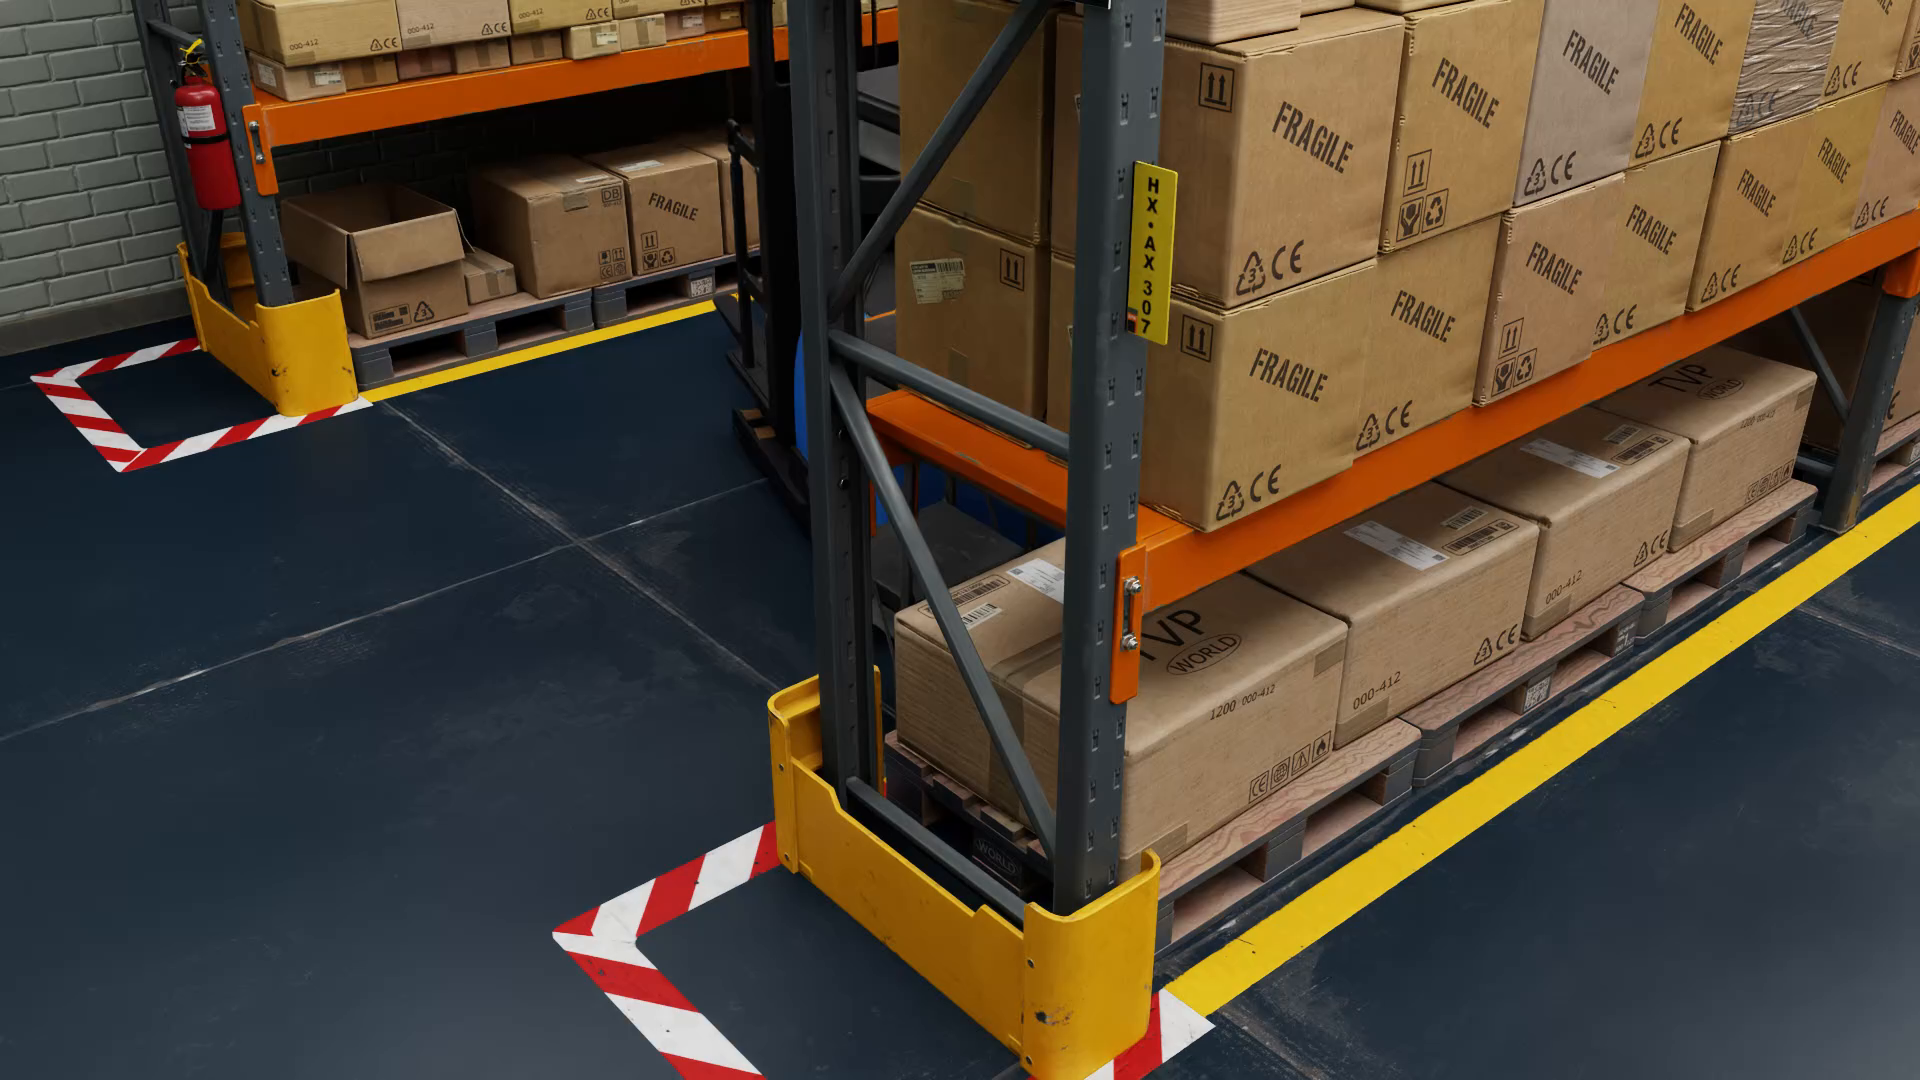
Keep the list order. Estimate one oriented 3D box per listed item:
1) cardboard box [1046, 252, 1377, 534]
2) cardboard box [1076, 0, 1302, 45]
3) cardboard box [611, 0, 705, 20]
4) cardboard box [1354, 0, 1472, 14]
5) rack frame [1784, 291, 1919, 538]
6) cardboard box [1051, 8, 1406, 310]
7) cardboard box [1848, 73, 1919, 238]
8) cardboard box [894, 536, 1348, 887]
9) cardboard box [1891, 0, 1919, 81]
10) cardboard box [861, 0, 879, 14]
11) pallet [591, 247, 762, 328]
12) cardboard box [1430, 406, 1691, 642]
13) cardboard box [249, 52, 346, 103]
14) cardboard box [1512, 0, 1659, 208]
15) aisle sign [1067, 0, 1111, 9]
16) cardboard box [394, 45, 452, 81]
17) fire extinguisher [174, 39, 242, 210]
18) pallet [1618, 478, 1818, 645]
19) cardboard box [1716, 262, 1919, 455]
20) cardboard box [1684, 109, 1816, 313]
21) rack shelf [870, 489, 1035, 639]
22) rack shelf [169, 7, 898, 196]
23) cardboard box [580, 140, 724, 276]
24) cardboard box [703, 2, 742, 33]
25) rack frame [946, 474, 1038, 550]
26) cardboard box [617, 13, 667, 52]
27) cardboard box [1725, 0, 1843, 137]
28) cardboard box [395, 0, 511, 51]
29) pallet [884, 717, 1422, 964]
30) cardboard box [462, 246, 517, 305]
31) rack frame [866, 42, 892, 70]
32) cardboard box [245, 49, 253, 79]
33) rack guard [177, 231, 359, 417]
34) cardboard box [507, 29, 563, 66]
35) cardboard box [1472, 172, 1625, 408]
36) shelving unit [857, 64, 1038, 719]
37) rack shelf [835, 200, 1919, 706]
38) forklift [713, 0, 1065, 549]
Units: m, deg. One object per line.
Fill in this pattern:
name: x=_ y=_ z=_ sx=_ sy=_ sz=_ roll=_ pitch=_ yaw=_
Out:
cardboard box: x=0.546 y=-0.394 z=3.699 sx=0.500 sy=0.500 sz=0.500 roll=-22 pitch=35 yaw=-35
cardboard box: x=0.444 y=-1.087 z=3.246 sx=0.250 sy=0.149 sz=0.380 roll=-21 pitch=35 yaw=-34
cardboard box: x=-1.568 y=-2.667 z=7.901 sx=0.500 sy=0.250 sz=0.500 roll=-23 pitch=36 yaw=-36
cardboard box: x=0.869 y=-1.231 z=3.515 sx=0.250 sy=0.149 sz=0.380 roll=-21 pitch=34 yaw=-33
rack frame: x=3.037 y=-1.530 z=5.930 sx=0.127 sy=3.000 sz=1.000 roll=-22 pitch=35 yaw=-35
cardboard box: x=0.544 y=-0.836 z=3.465 sx=0.500 sy=0.500 sz=0.500 roll=-23 pitch=36 yaw=-36
cardboard box: x=2.850 y=-1.340 z=5.470 sx=0.500 sy=0.500 sz=0.500 roll=-22 pitch=35 yaw=-34
cardboard box: x=0.432 y=0.401 z=4.590 sx=0.875 sy=0.438 sz=0.875 roll=-23 pitch=36 yaw=-37
cardboard box: x=2.858 y=-1.772 z=5.216 sx=0.500 sy=0.500 sz=0.500 roll=-22 pitch=35 yaw=-35
cardboard box: x=-0.632 y=-2.834 z=8.637 sx=0.250 sy=0.149 sz=0.380 roll=-21 pitch=34 yaw=-34
pallet: x=-1.639 y=-1.494 z=8.821 sx=1.213 sy=0.211 sz=1.003 roll=-22 pitch=35 yaw=-35
cardboard box: x=1.809 y=-0.157 z=5.635 sx=0.875 sy=0.438 sz=0.875 roll=-23 pitch=36 yaw=-36
cardboard box: x=-2.802 y=-1.976 z=7.032 sx=0.250 sy=0.149 sz=0.380 roll=-22 pitch=35 yaw=-35
cardboard box: x=1.319 y=-1.157 z=4.065 sx=0.500 sy=0.500 sz=0.500 roll=-22 pitch=35 yaw=-35
aisle sign: x=0.128 y=-1.327 z=2.792 sx=0.004 sy=0.787 sz=0.394 roll=-22 pitch=35 yaw=-35
cardboard box: x=-2.461 y=-2.163 z=7.382 sx=0.250 sy=0.149 sz=0.380 roll=-22 pitch=35 yaw=-36
fire extinguisher: x=-3.042 y=-1.676 z=6.680 sx=0.183 sy=0.674 sz=0.296 roll=-22 pitch=35 yaw=-35
pallet: x=2.408 y=-0.095 z=6.205 sx=1.213 sy=0.211 sz=1.003 roll=-22 pitch=35 yaw=-35
cardboard box: x=3.457 y=-0.996 z=6.741 sx=0.875 sy=0.875 sz=0.875 roll=-21 pitch=34 yaw=-33
cardboard box: x=2.090 y=-1.022 z=4.874 sx=0.500 sy=0.500 sz=0.500 roll=-23 pitch=35 yaw=-36
rack shelf: x=-0.101 y=0.220 z=5.093 sx=0.480 sy=0.518 sz=0.431 roll=-23 pitch=39 yaw=-36
rack shelf: x=-1.709 y=-2.379 z=8.283 sx=4.000 sy=0.370 sz=1.077 roll=-22 pitch=35 yaw=-35
cardboard box: x=-1.561 y=-1.694 z=8.444 sx=0.500 sy=0.500 sz=0.500 roll=-21 pitch=35 yaw=-34
cardboard box: x=-1.294 y=-2.636 z=8.267 sx=0.250 sy=0.149 sz=0.380 roll=-21 pitch=35 yaw=-34
rack frame: x=0.111 y=-0.469 z=4.869 sx=0.015 sy=2.100 sz=0.400 roll=-23 pitch=39 yaw=-36
cardboard box: x=-1.603 y=-2.440 z=7.900 sx=0.250 sy=0.149 sz=0.380 roll=-21 pitch=35 yaw=-34
cardboard box: x=2.085 y=-1.460 z=4.633 sx=0.500 sy=0.500 sz=0.500 roll=-21 pitch=35 yaw=-34
cardboard box: x=-2.327 y=-2.346 z=7.302 sx=0.500 sy=0.250 sz=0.500 roll=-21 pitch=35 yaw=-34
pallet: x=0.552 y=0.651 z=4.808 sx=1.213 sy=0.211 sz=1.003 roll=-22 pitch=35 yaw=-35
cardboard box: x=-2.355 y=-1.282 z=8.045 sx=0.250 sy=0.149 sz=0.380 roll=-24 pitch=36 yaw=-37
rack frame: x=-0.187 y=-3.308 z=9.258 sx=0.127 sy=3.000 sz=1.000 roll=-22 pitch=35 yaw=-35
cardboard box: x=-3.152 y=-2.172 z=7.398 sx=0.250 sy=0.149 sz=0.380 roll=-22 pitch=35 yaw=-35
rack guard: x=-3.172 y=-1.006 z=7.601 sx=0.348 sy=0.500 sz=1.175 roll=-22 pitch=35 yaw=-35
cardboard box: x=-2.031 y=-2.302 z=7.642 sx=0.250 sy=0.149 sz=0.380 roll=-21 pitch=35 yaw=-34
cardboard box: x=1.311 y=-0.708 z=4.286 sx=0.500 sy=0.500 sz=0.500 roll=-22 pitch=35 yaw=-35
shelving unit: x=-0.071 y=-0.392 z=4.726 sx=0.503 sy=2.100 sz=0.431 roll=-23 pitch=39 yaw=-36
rack shelf: x=1.516 y=-0.601 z=4.955 sx=4.000 sy=0.370 sz=1.077 roll=-22 pitch=35 yaw=-35
forklift: x=-0.308 y=-1.657 z=6.242 sx=1.130 sy=2.935 sz=3.031 roll=-11 pitch=30 yaw=-19
